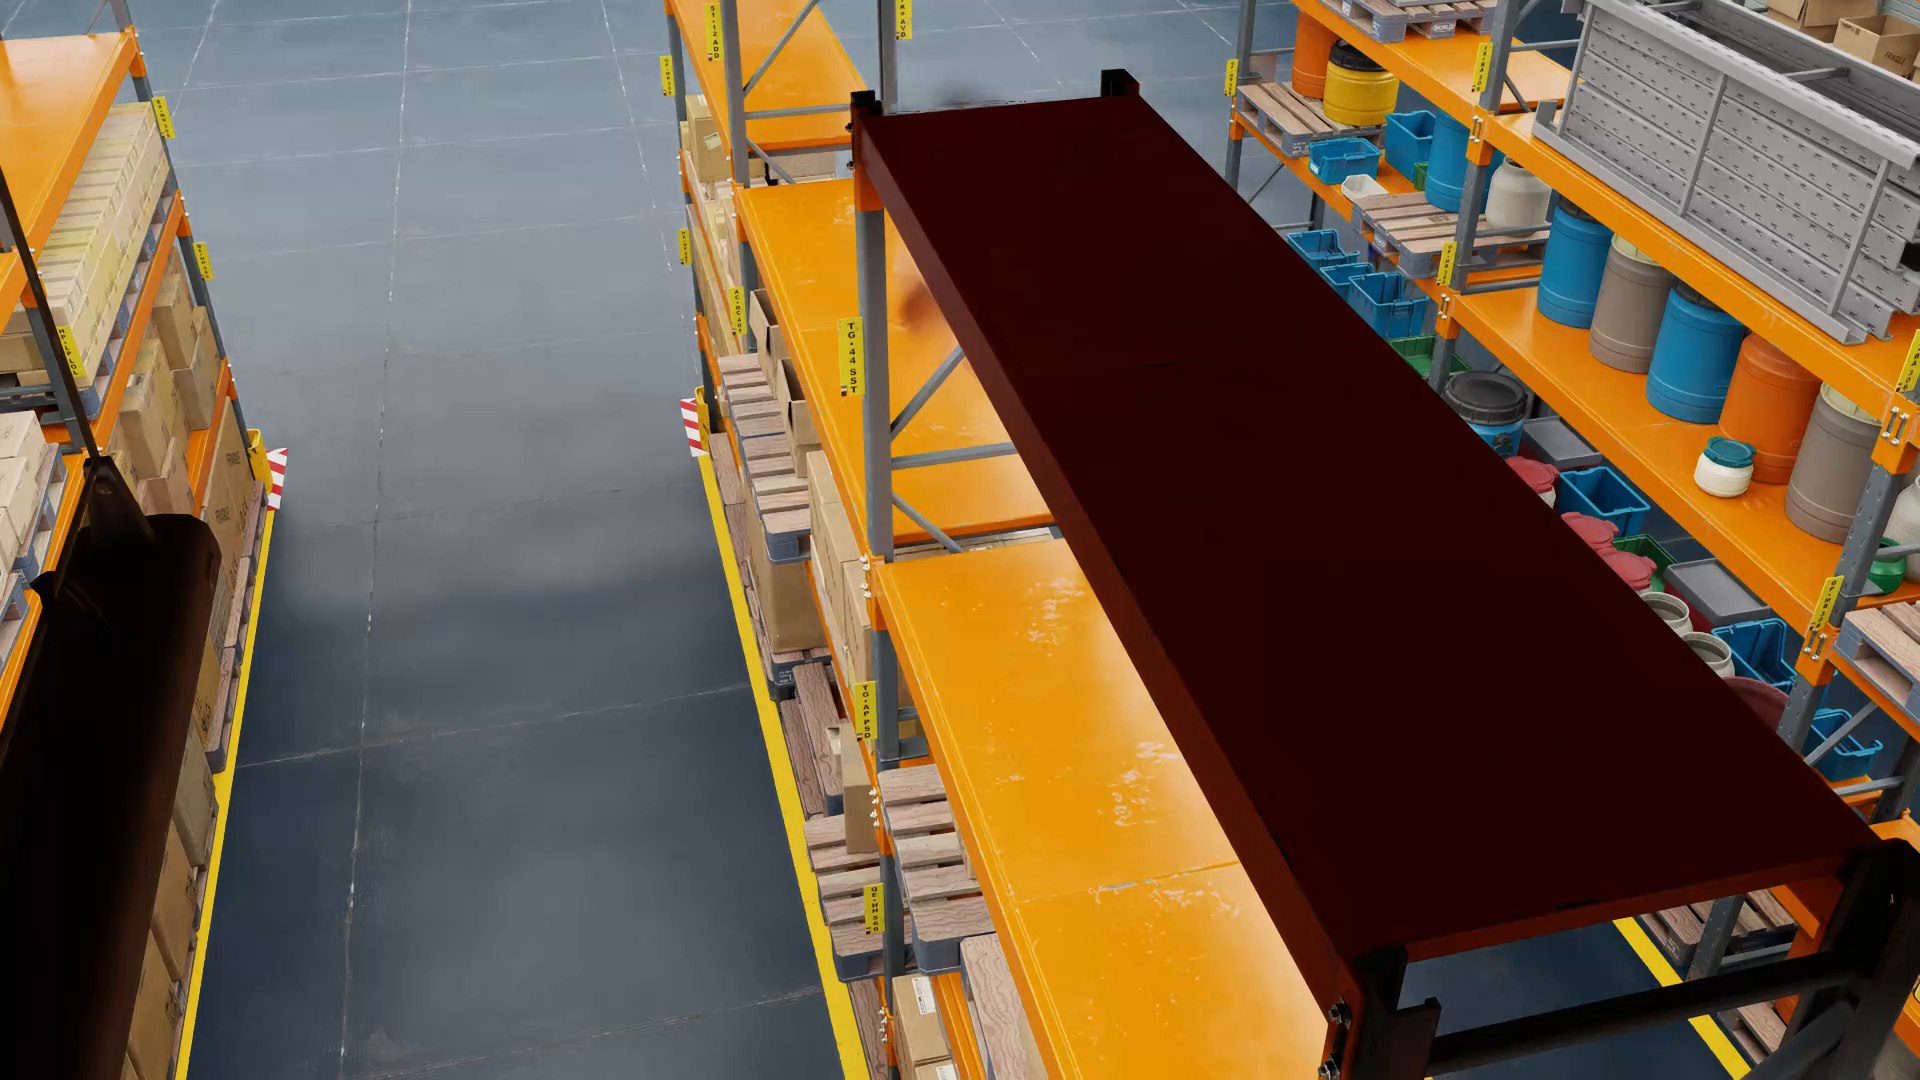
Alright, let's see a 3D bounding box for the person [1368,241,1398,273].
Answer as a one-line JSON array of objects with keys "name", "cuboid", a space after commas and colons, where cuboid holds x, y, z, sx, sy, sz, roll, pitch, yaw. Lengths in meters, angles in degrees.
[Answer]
[{"name": "person", "cuboid": [4.193, -2.655, 16.546, 0.590, 1.673, 0.785, -18, 38, -24]}]
